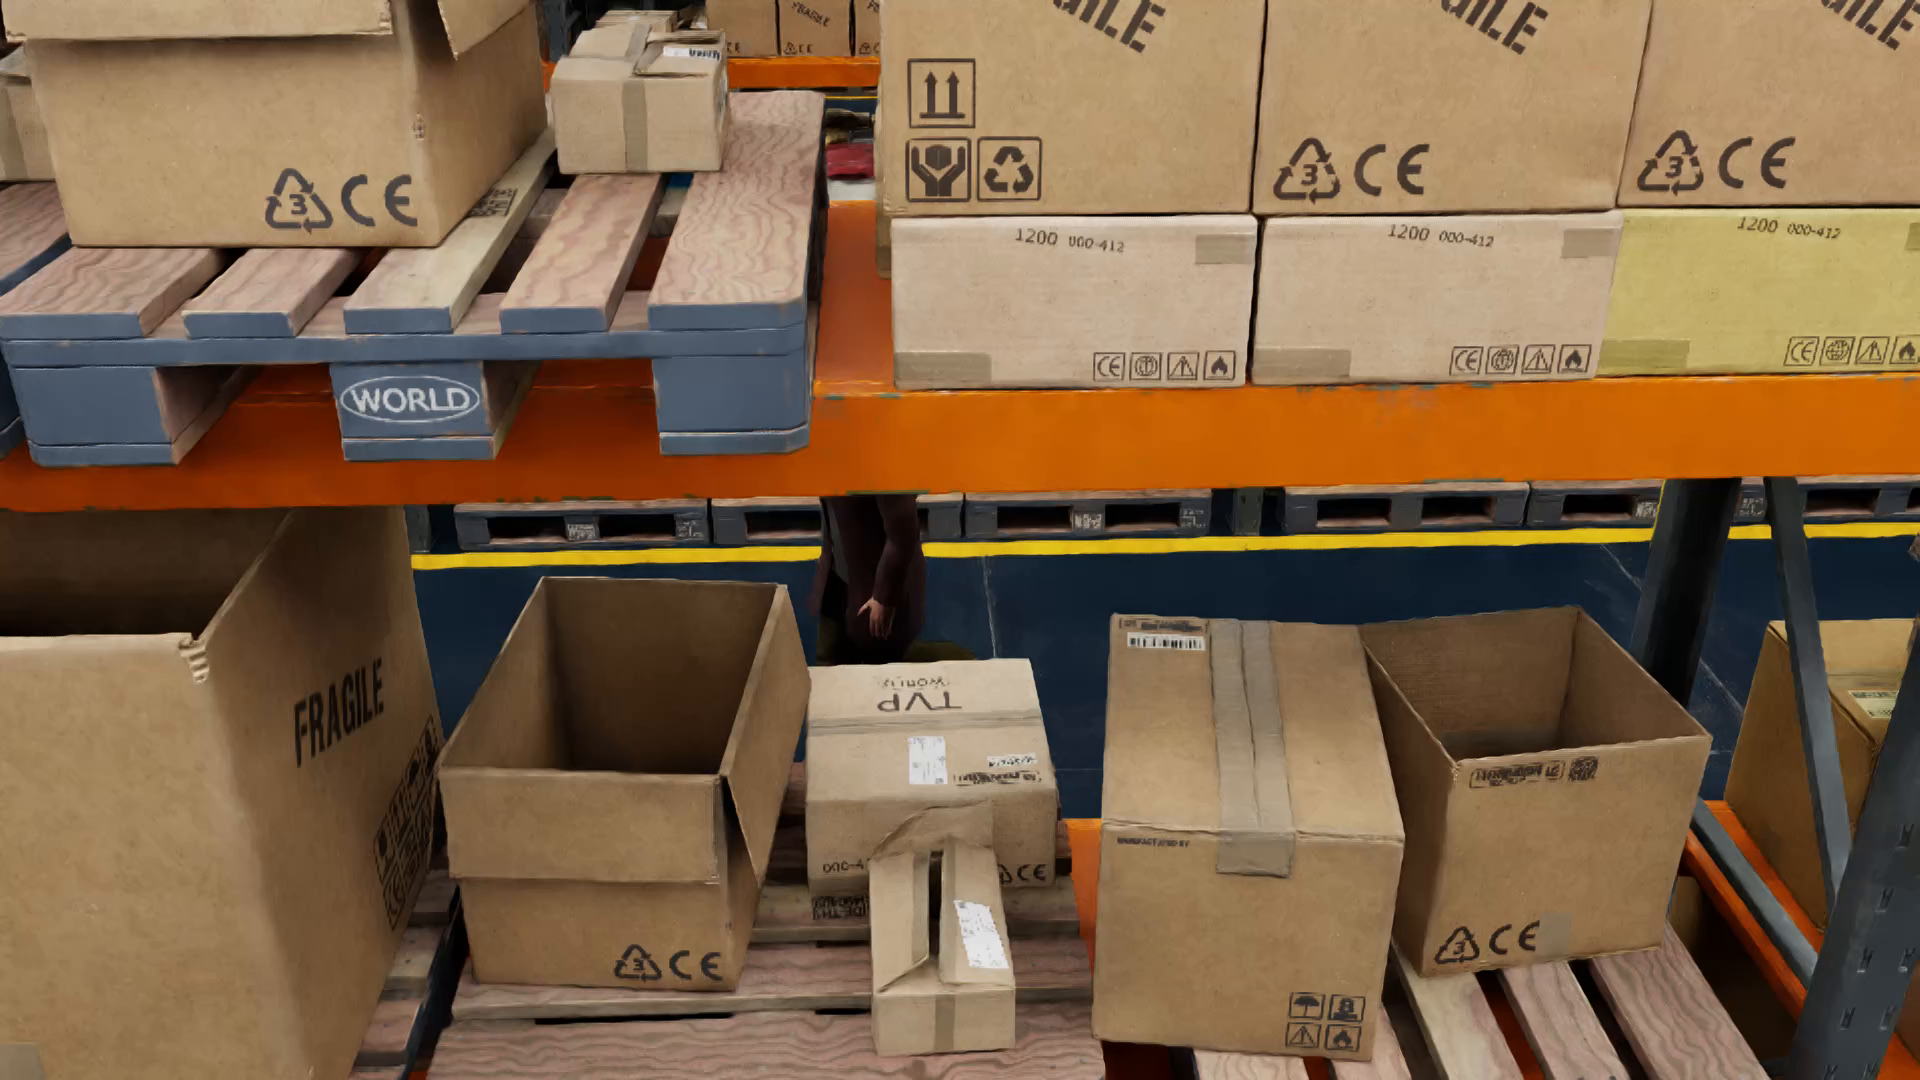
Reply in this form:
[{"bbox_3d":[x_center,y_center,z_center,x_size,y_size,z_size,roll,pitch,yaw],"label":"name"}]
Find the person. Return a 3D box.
[{"bbox_3d":[-0.263,0.086,5.992,0.947,1.745,0.659,-18,32,-31],"label":"person"}]
